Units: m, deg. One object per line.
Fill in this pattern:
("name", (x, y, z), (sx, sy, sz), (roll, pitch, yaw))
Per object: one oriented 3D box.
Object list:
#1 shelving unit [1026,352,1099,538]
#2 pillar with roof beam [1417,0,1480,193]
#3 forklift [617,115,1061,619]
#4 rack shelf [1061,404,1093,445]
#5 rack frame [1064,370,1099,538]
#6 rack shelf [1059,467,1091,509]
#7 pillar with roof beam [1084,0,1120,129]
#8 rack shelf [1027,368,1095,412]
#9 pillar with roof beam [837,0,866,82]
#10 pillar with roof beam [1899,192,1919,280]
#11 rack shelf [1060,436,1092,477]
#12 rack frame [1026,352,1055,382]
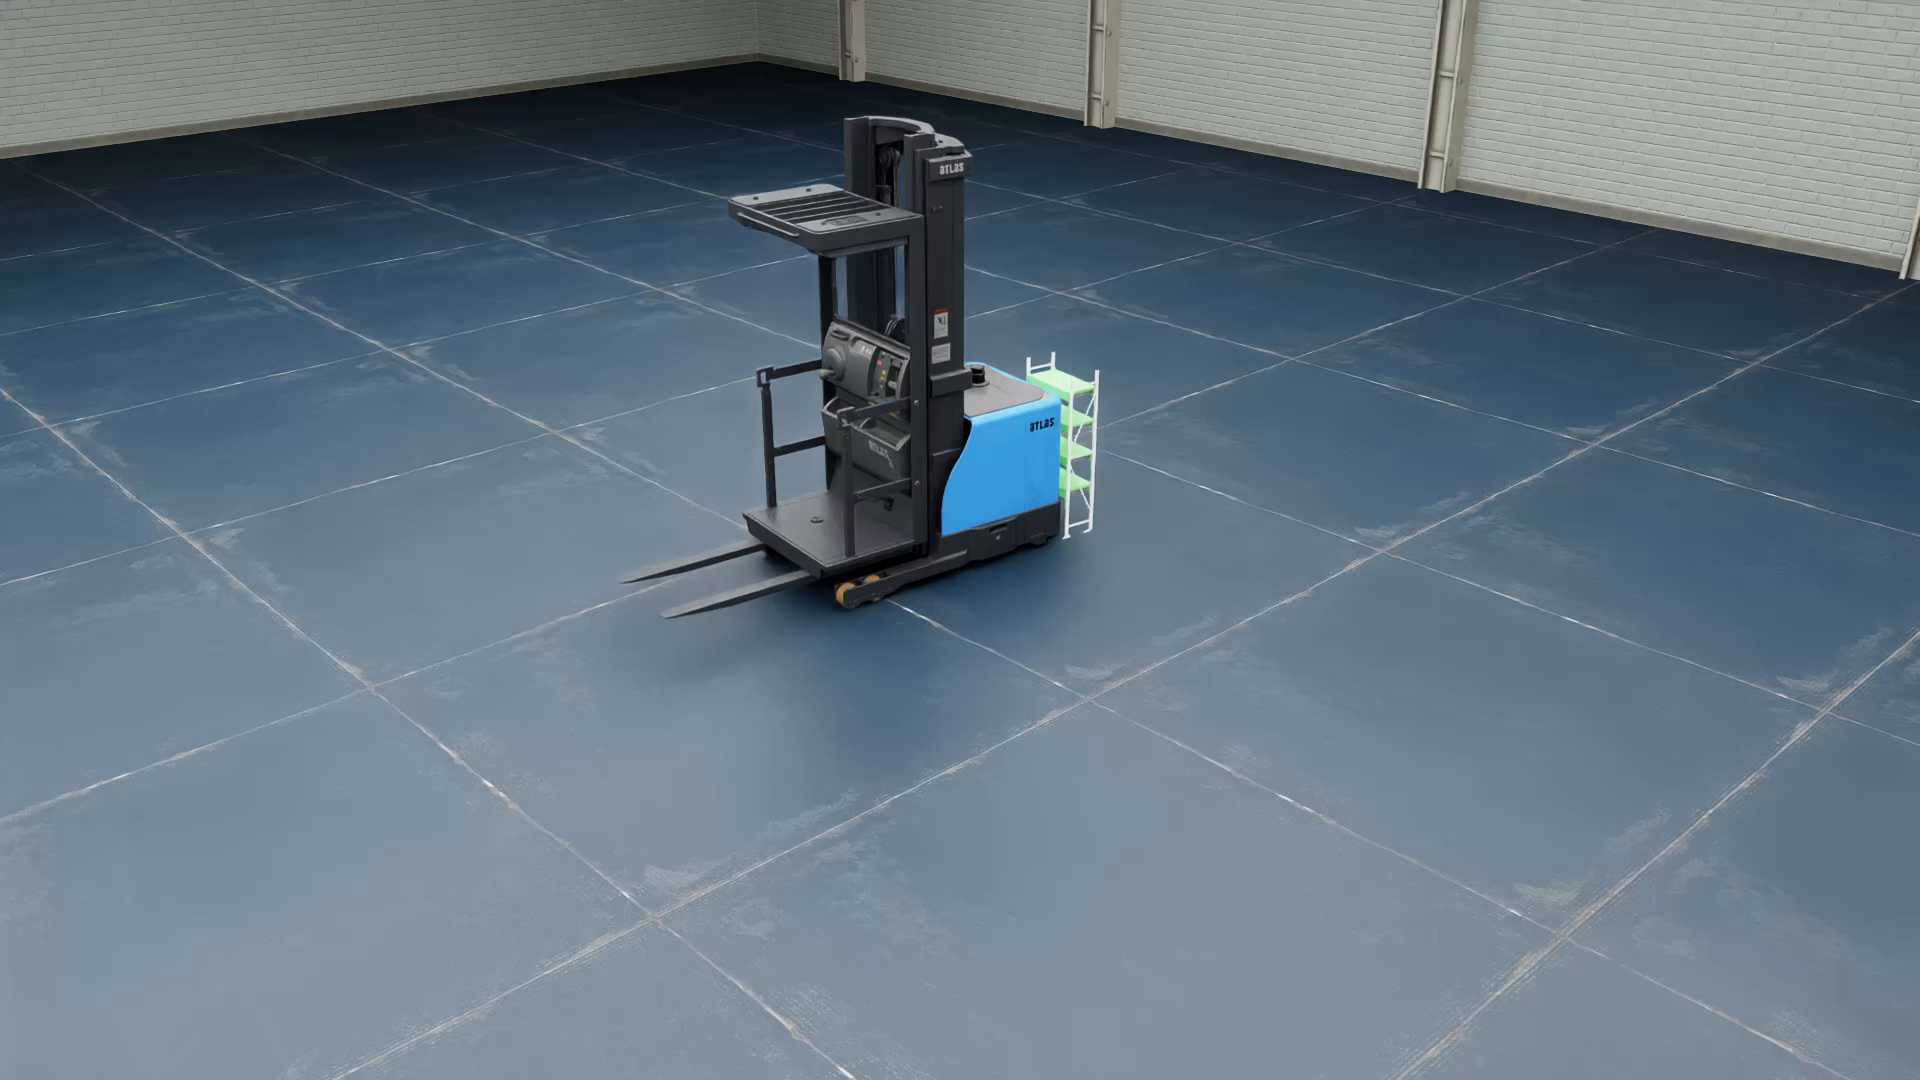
("shelving unit", (0.707, -0.672, 11.774), (0.258, 1.200, 0.503), (-16, 29, -32))
("pillar with roof beam", (3.134, -7.499, 17.345), (9.100, 9.000, 0.400), (-21, 32, -38))
("forklift", (-0.783, -1.136, 10.709), (3.031, 2.935, 1.130), (-17, 29, -33))
("rack shelf", (0.708, -0.832, 11.702), (0.258, 0.148, 0.480), (-16, 29, -32))
("rack frame", (0.847, -0.589, 11.592), (0.240, 1.200, 0.015), (-16, 29, -32))
("rack shelf", (0.704, -0.395, 11.899), (0.258, 0.148, 0.480), (-16, 29, -32))
("pillar with roof beam", (-0.967, -9.316, 21.330), (9.100, 9.000, 0.400), (-21, 32, -38))
("rack shelf", (0.710, -1.051, 11.603), (0.258, 0.148, 0.480), (-16, 29, -32))
("pillar with roof beam", (-5.068, -11.134, 25.315), (9.100, 9.000, 0.400), (-21, 32, -38))
("pillar with roof beam", (7.235, -5.681, 13.360), (9.100, 9.000, 0.400), (-21, 32, -38))
("rack shelf", (0.706, -0.614, 11.800), (0.258, 0.148, 0.480), (-16, 29, -32))
("rack frame", (0.567, -0.755, 11.956), (0.240, 1.200, 0.015), (-16, 29, -32))
